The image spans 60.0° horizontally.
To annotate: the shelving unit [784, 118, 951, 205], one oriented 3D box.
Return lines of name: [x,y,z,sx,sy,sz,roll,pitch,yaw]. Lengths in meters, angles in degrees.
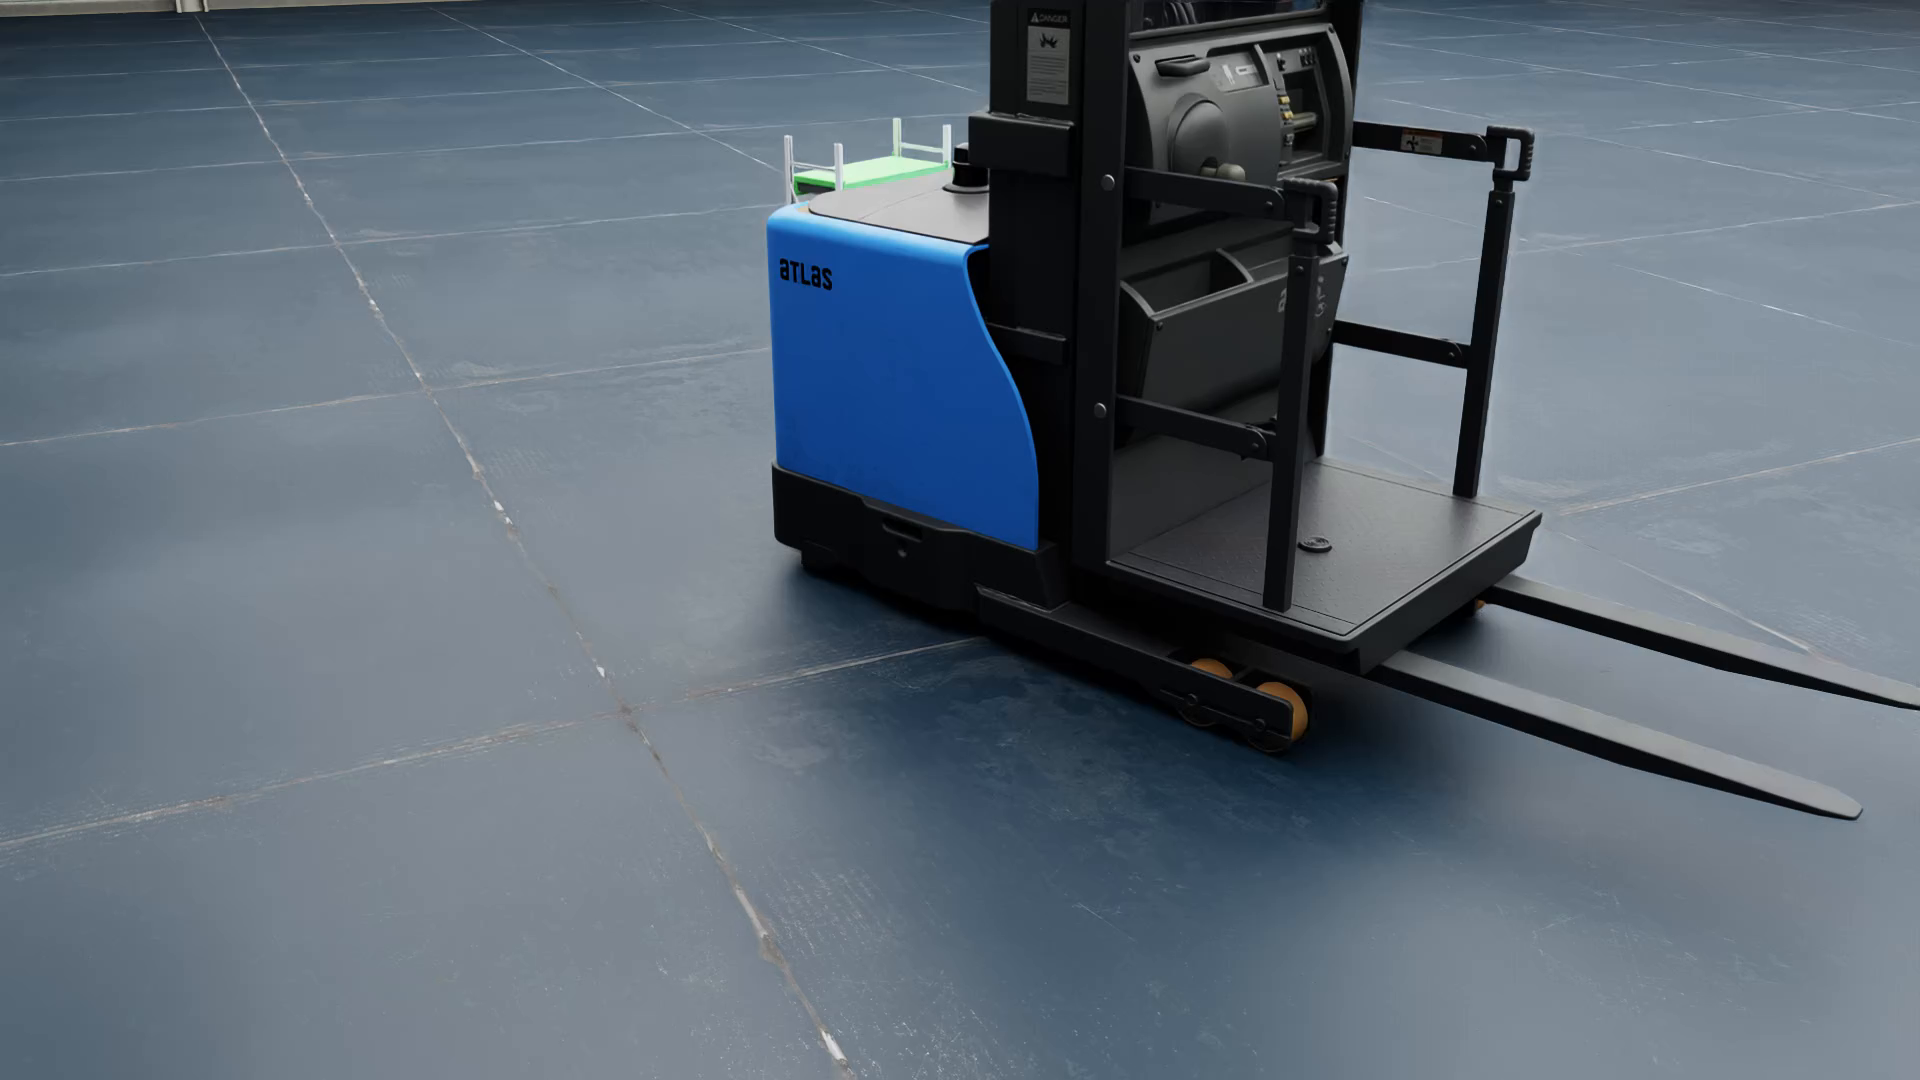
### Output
shelving unit: [-0.285,-0.729,5.443,0.258,1.200,0.503,19,29,38]

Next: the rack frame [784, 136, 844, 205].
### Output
rack frame: [-0.446,-0.659,5.273,0.240,1.200,0.015,19,29,38]

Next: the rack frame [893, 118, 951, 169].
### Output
rack frame: [-0.124,-0.799,5.612,0.240,1.200,0.015,19,29,38]

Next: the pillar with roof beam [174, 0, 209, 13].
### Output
pillar with roof beam: [-8.596,-9.886,17.366,0.400,9.000,9.100,-10,25,-24]

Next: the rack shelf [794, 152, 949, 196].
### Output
rack shelf: [-0.285,-1.114,5.284,0.258,0.148,0.480,19,29,38]

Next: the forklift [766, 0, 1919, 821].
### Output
forklift: [0.872,-1.069,4.001,3.031,2.935,1.130,19,29,38]
